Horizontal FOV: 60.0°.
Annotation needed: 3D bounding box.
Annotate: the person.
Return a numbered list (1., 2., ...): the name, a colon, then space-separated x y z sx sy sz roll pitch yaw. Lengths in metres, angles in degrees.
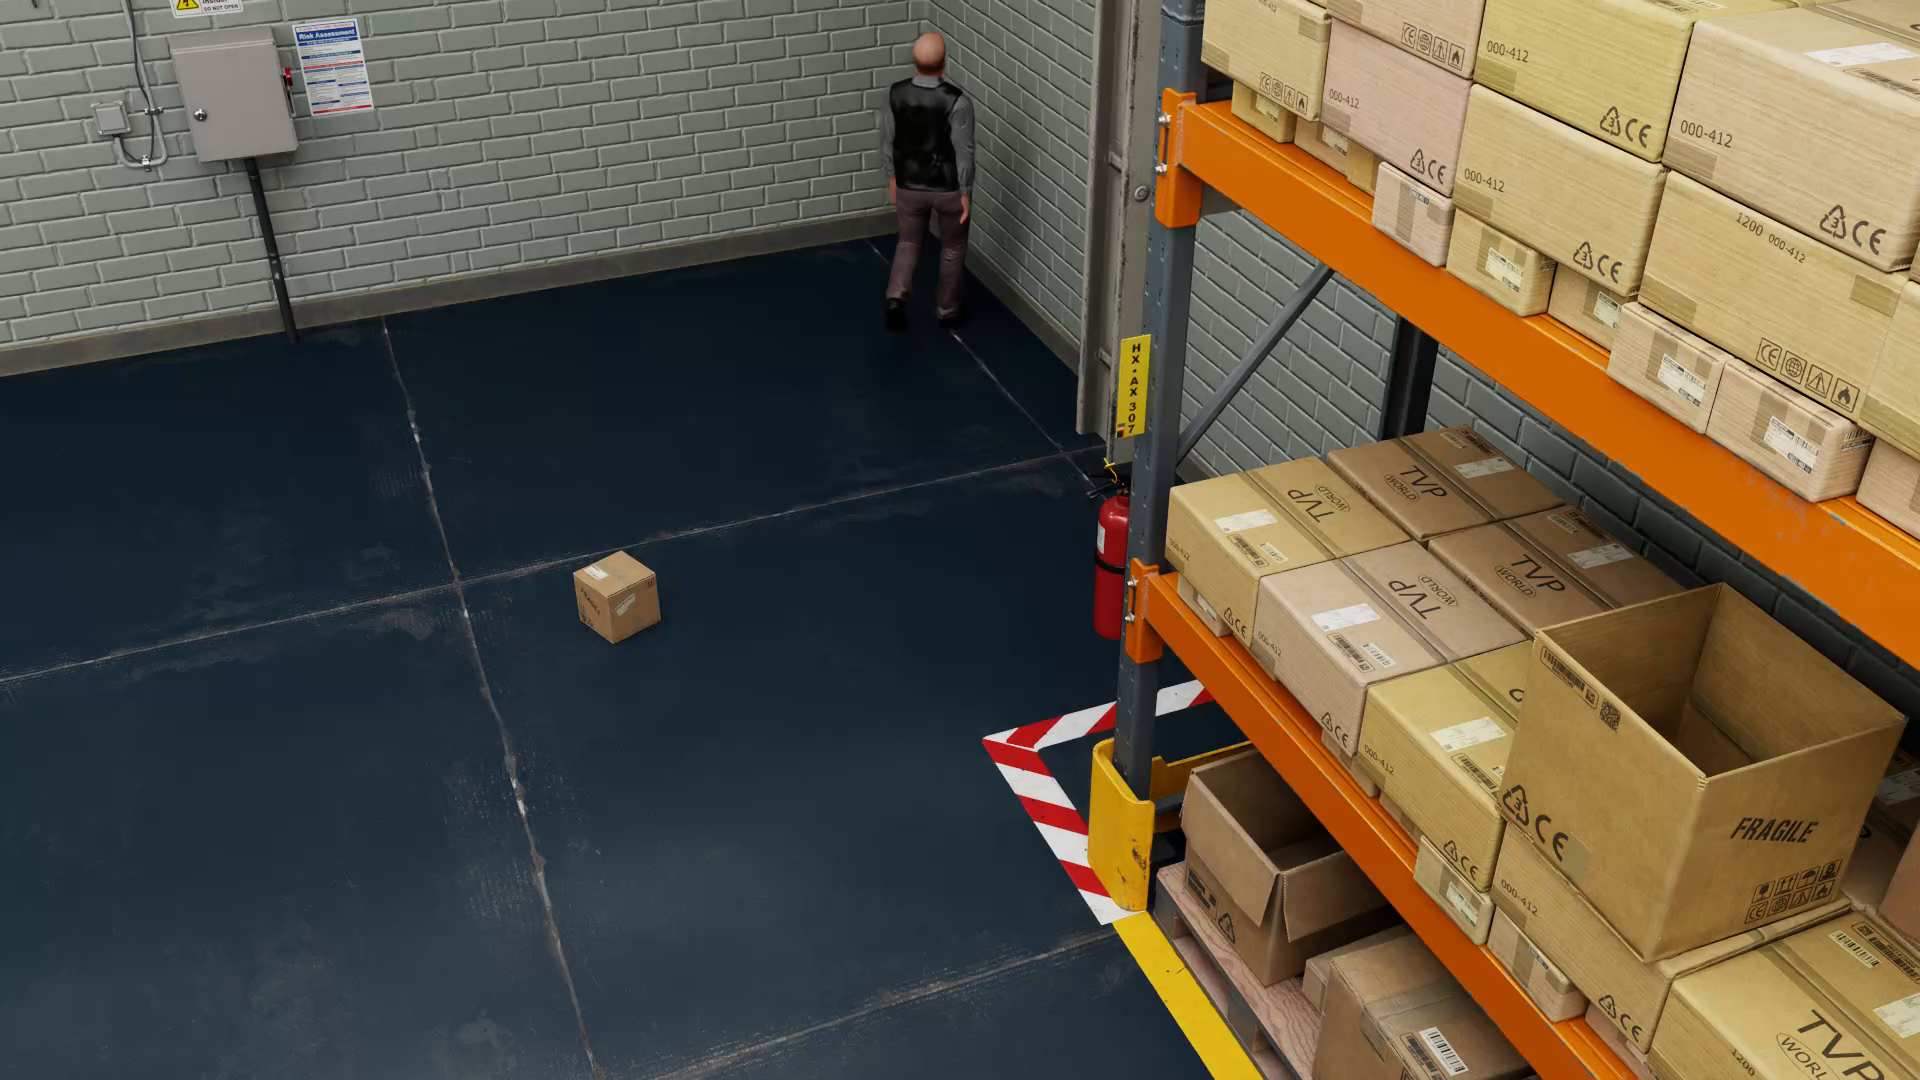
1. person: -0.169 -1.912 9.060 0.537 1.703 0.722 9 34 14
